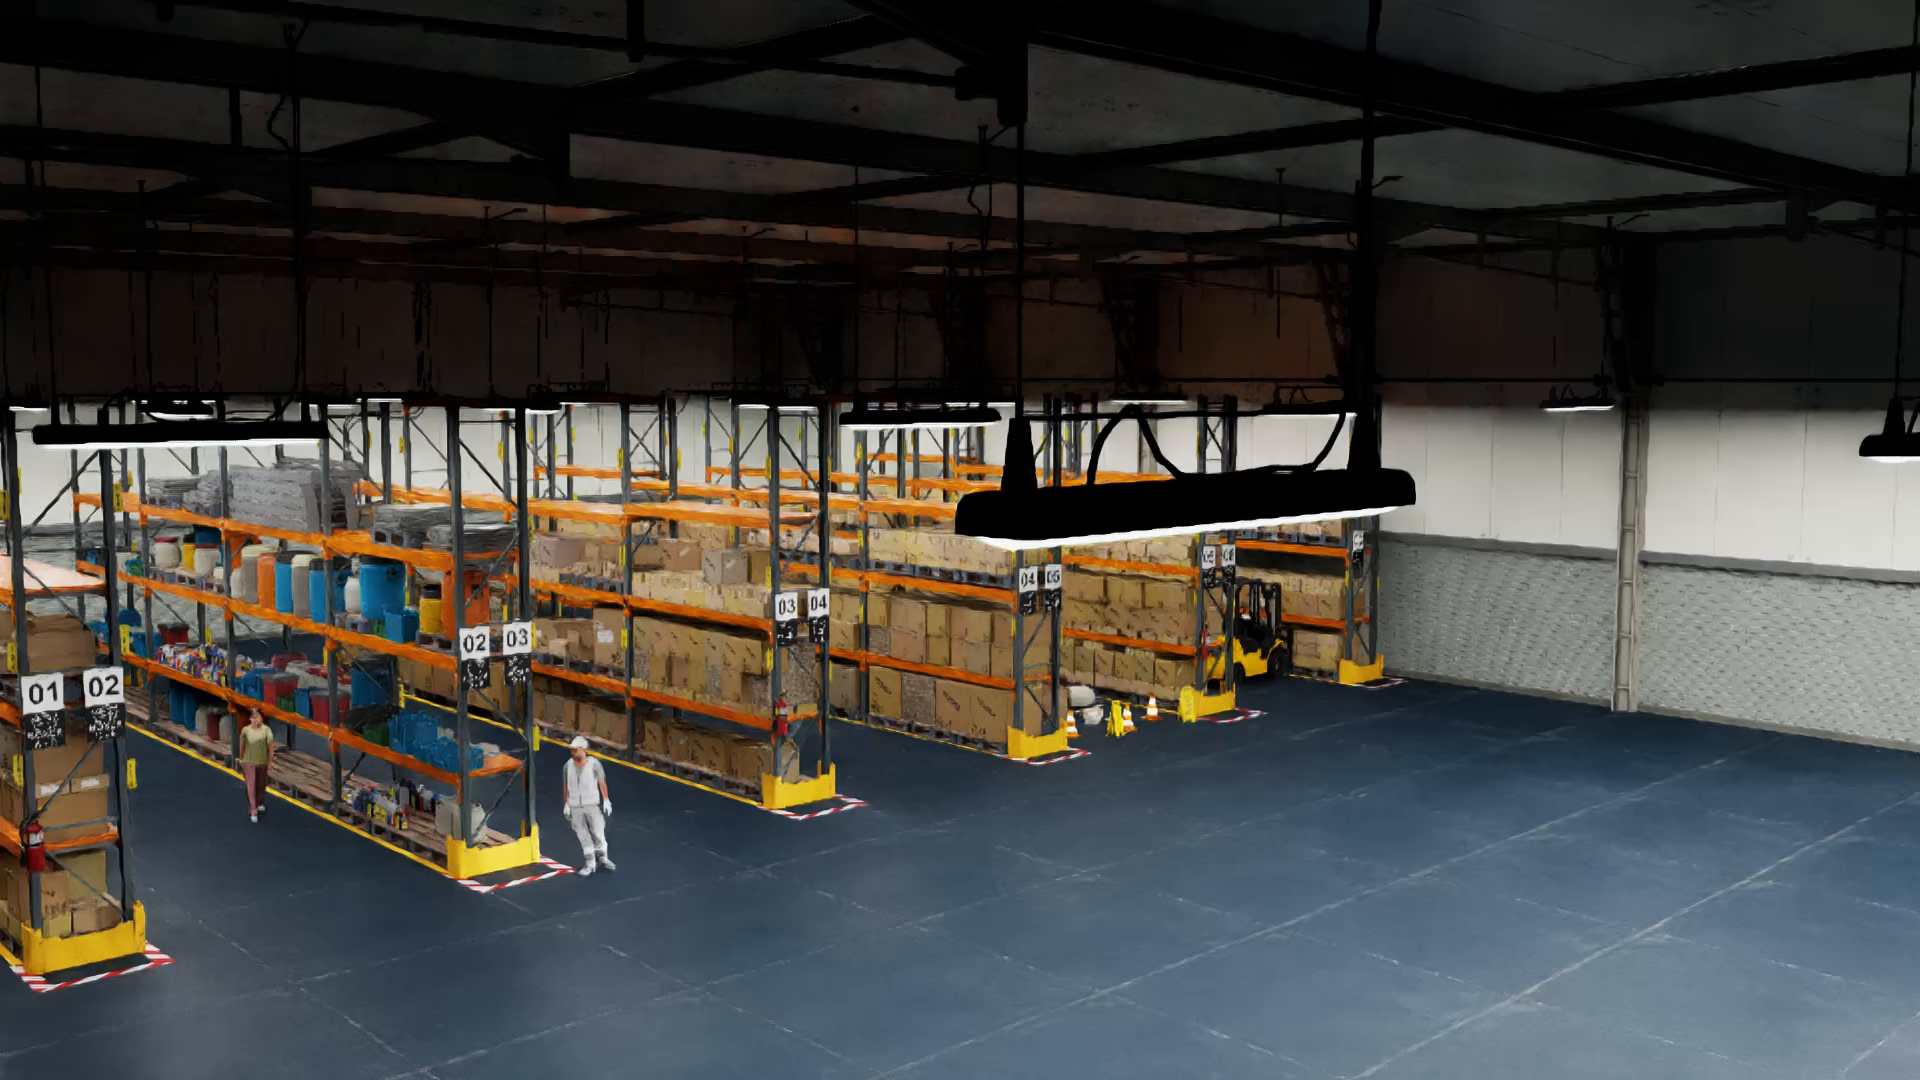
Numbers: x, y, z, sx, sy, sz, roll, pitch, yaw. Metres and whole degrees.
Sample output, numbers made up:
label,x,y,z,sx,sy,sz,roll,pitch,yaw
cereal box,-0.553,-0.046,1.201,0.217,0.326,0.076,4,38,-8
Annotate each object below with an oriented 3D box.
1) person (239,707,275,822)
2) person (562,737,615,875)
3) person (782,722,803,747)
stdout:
label,x,y,z,sx,sy,sz,roll,pitch,yaw
person,-10.121,3.203,23.974,0.447,1.598,1.019,-4,7,-33
person,-4.781,3.388,21.320,0.608,1.778,0.440,0,6,3
person,-2.961,2.710,28.422,0.610,1.753,0.456,2,6,19
